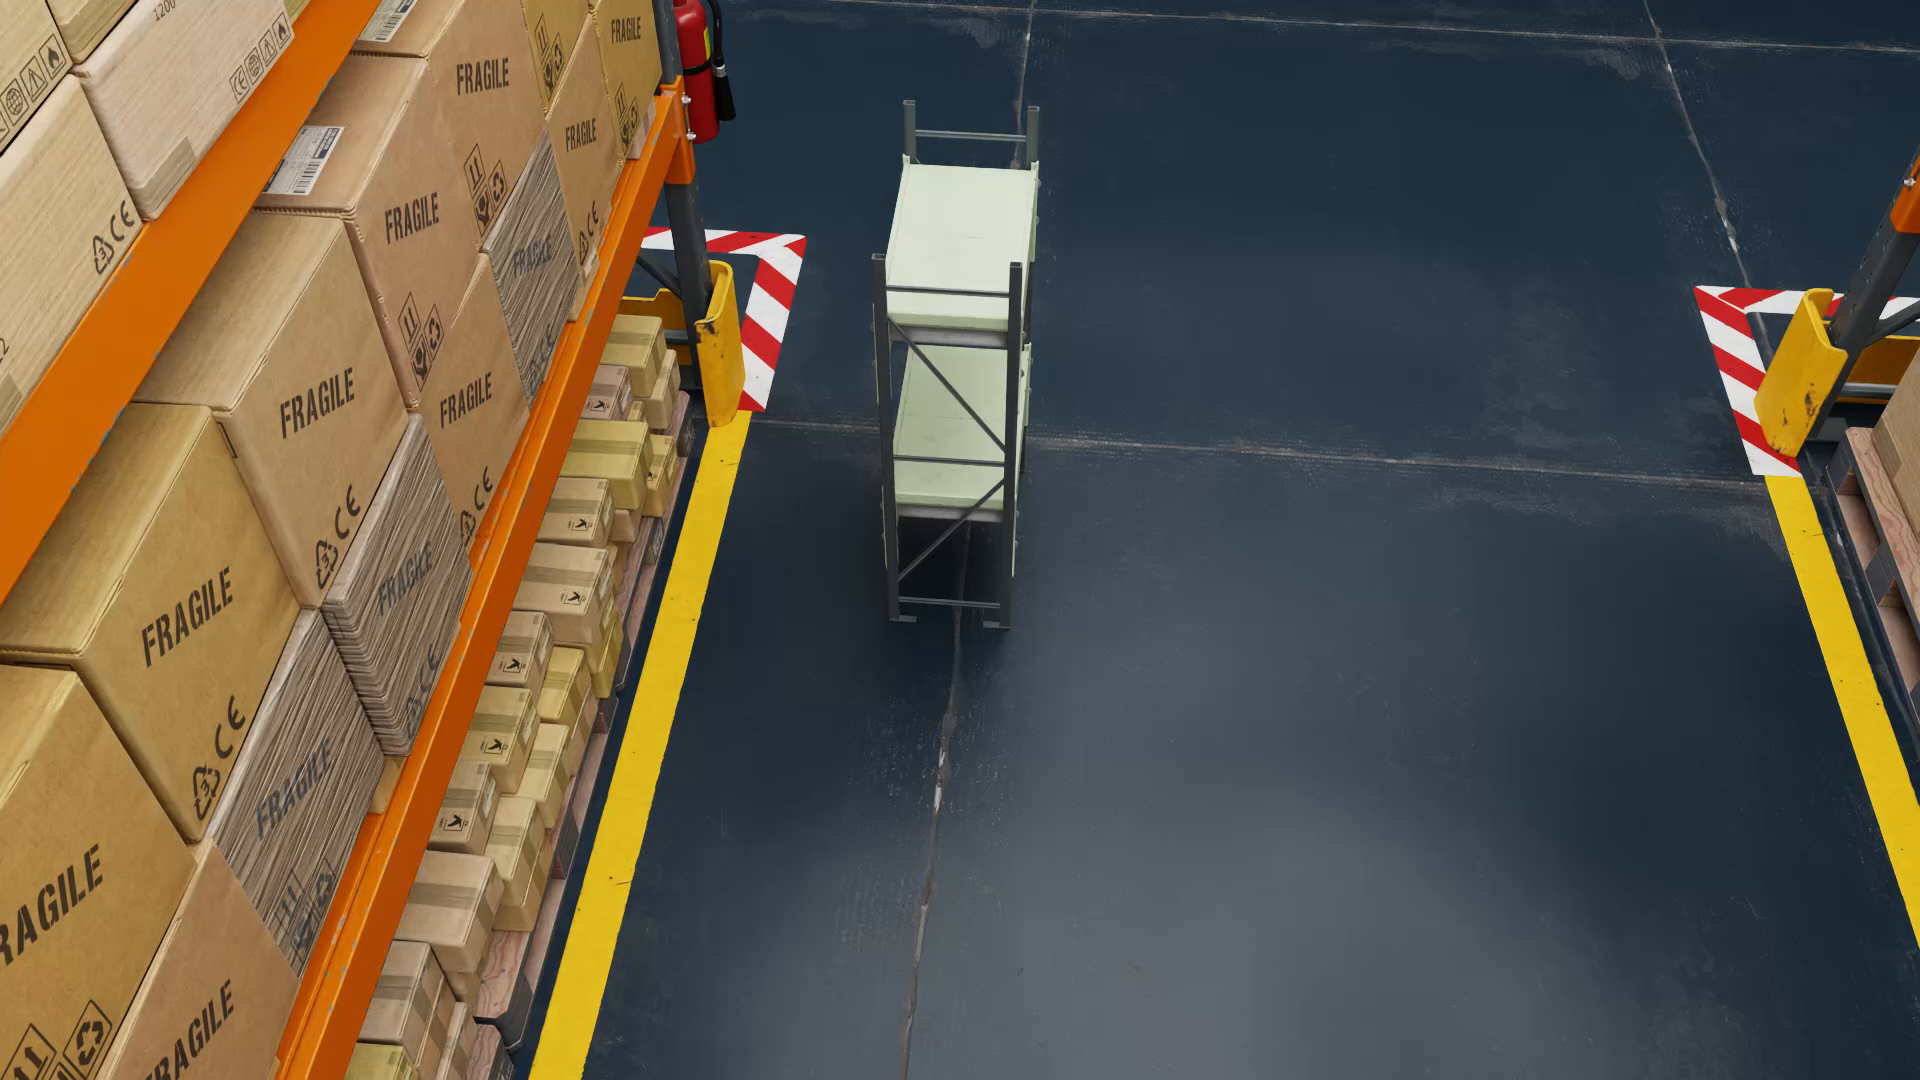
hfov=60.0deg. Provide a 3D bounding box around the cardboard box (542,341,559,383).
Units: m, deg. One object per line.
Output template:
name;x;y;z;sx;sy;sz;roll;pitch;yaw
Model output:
cardboard box;-1.270;-0.556;4.396;0.380;0.149;0.250;2;48;2

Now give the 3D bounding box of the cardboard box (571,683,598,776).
cardboard box;-1.288;0.533;4.877;0.380;0.149;0.250;5;48;4

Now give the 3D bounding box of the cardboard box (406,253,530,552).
cardboard box;-1.329;-0.315;3.736;0.500;0.500;0.500;6;48;5

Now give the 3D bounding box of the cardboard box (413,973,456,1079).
cardboard box;-1.466;1.197;4.068;0.380;0.149;0.250;2;48;2

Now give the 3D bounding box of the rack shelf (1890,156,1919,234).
rack shelf;3.356;0.325;3.907;1.077;0.370;4.000;4;48;4

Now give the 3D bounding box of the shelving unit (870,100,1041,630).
shelving unit;-0.001;-0.501;5.192;0.431;1.500;0.755;4;48;4

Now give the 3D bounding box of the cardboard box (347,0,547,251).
cardboard box;-1.279;-1.009;3.693;0.500;0.500;0.500;6;48;5

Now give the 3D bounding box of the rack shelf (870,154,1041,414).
rack shelf;-0.001;-0.765;4.904;0.431;0.370;0.720;4;48;4

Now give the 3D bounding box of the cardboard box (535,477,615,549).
cardboard box;-1.260;-0.054;5.011;0.380;0.149;0.250;2;48;2

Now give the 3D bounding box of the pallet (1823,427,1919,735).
pallet;3.543;0.147;5.473;1.003;0.211;1.213;4;48;4

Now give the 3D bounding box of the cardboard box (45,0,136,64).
cardboard box;-1.372;-0.909;2.279;0.500;0.250;0.500;5;48;4

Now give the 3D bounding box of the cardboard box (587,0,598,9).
cardboard box;-1.194;-1.764;4.384;0.500;0.500;0.500;3;48;3

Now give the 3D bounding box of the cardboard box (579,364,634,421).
cardboard box;-1.276;-0.439;5.363;0.380;0.149;0.250;5;48;4

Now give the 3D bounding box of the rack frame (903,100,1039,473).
rack frame;0.033;-0.770;5.438;0.400;1.500;0.023;4;48;4

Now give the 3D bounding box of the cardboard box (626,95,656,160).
cardboard box;-1.148;-1.302;5.079;0.380;0.149;0.250;4;48;4

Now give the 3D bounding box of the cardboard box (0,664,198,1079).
cardboard box;-1.481;0.507;2.307;0.500;0.500;0.500;5;48;4

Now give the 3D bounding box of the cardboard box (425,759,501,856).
cardboard box;-1.421;0.706;4.316;0.380;0.149;0.250;2;48;2

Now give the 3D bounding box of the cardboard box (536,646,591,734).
cardboard box;-1.286;0.432;4.768;0.380;0.149;0.250;6;48;5

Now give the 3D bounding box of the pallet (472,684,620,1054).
pallet;-1.630;0.840;4.839;1.003;0.211;1.213;4;48;4

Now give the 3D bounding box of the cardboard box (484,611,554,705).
cardboard box;-1.363;0.333;4.657;0.380;0.149;0.250;2;48;2

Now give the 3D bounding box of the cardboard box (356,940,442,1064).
cardboard box;-1.468;1.093;3.962;0.380;0.149;0.250;3;48;3

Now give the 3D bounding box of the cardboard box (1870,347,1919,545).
cardboard box;3.578;-0.172;5.327;0.875;0.438;0.875;2;48;2

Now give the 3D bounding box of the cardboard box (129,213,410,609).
cardboard box;-1.372;-0.243;2.993;0.500;0.500;0.500;5;48;4

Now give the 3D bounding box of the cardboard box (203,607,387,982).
cardboard box;-1.431;0.448;3.038;0.500;0.500;0.500;4;48;4

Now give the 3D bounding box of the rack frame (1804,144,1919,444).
rack frame;3.538;-1.387;4.986;1.000;3.000;0.127;4;48;4

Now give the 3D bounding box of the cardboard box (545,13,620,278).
cardboard box;-1.237;-1.054;4.412;0.500;0.500;0.500;3;48;3

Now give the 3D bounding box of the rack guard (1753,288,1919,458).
rack guard;3.541;-0.561;5.924;1.175;0.500;0.348;4;48;4

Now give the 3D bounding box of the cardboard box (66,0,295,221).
cardboard box;-1.356;-0.741;2.464;0.500;0.250;0.500;6;48;5

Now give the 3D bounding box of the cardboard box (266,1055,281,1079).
cardboard box;-1.464;0.997;2.975;0.380;0.149;0.250;5;48;5

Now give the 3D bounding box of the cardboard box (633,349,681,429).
cardboard box;-1.164;-0.519;5.637;0.380;0.149;0.250;3;48;2

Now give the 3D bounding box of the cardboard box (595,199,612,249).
cardboard box;-1.216;-0.937;4.744;0.380;0.149;0.250;3;48;3

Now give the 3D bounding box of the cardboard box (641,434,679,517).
cardboard box;-1.163;-0.229;5.574;0.380;0.149;0.250;5;48;5

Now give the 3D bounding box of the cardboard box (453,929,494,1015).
cardboard box;-1.453;1.096;4.362;0.380;0.149;0.250;2;48;2

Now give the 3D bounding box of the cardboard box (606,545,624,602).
cardboard box;-1.282;0.142;5.235;0.380;0.149;0.250;4;48;4

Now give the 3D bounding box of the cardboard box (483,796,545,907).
cardboard box;-1.331;0.815;4.417;0.380;0.149;0.250;4;48;3

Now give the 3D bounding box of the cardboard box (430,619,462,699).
cardboard box;-1.341;0.221;3.685;0.380;0.149;0.250;6;48;5

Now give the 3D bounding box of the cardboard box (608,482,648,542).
cardboard box;-1.210;-0.137;5.288;0.380;0.149;0.250;2;48;2
